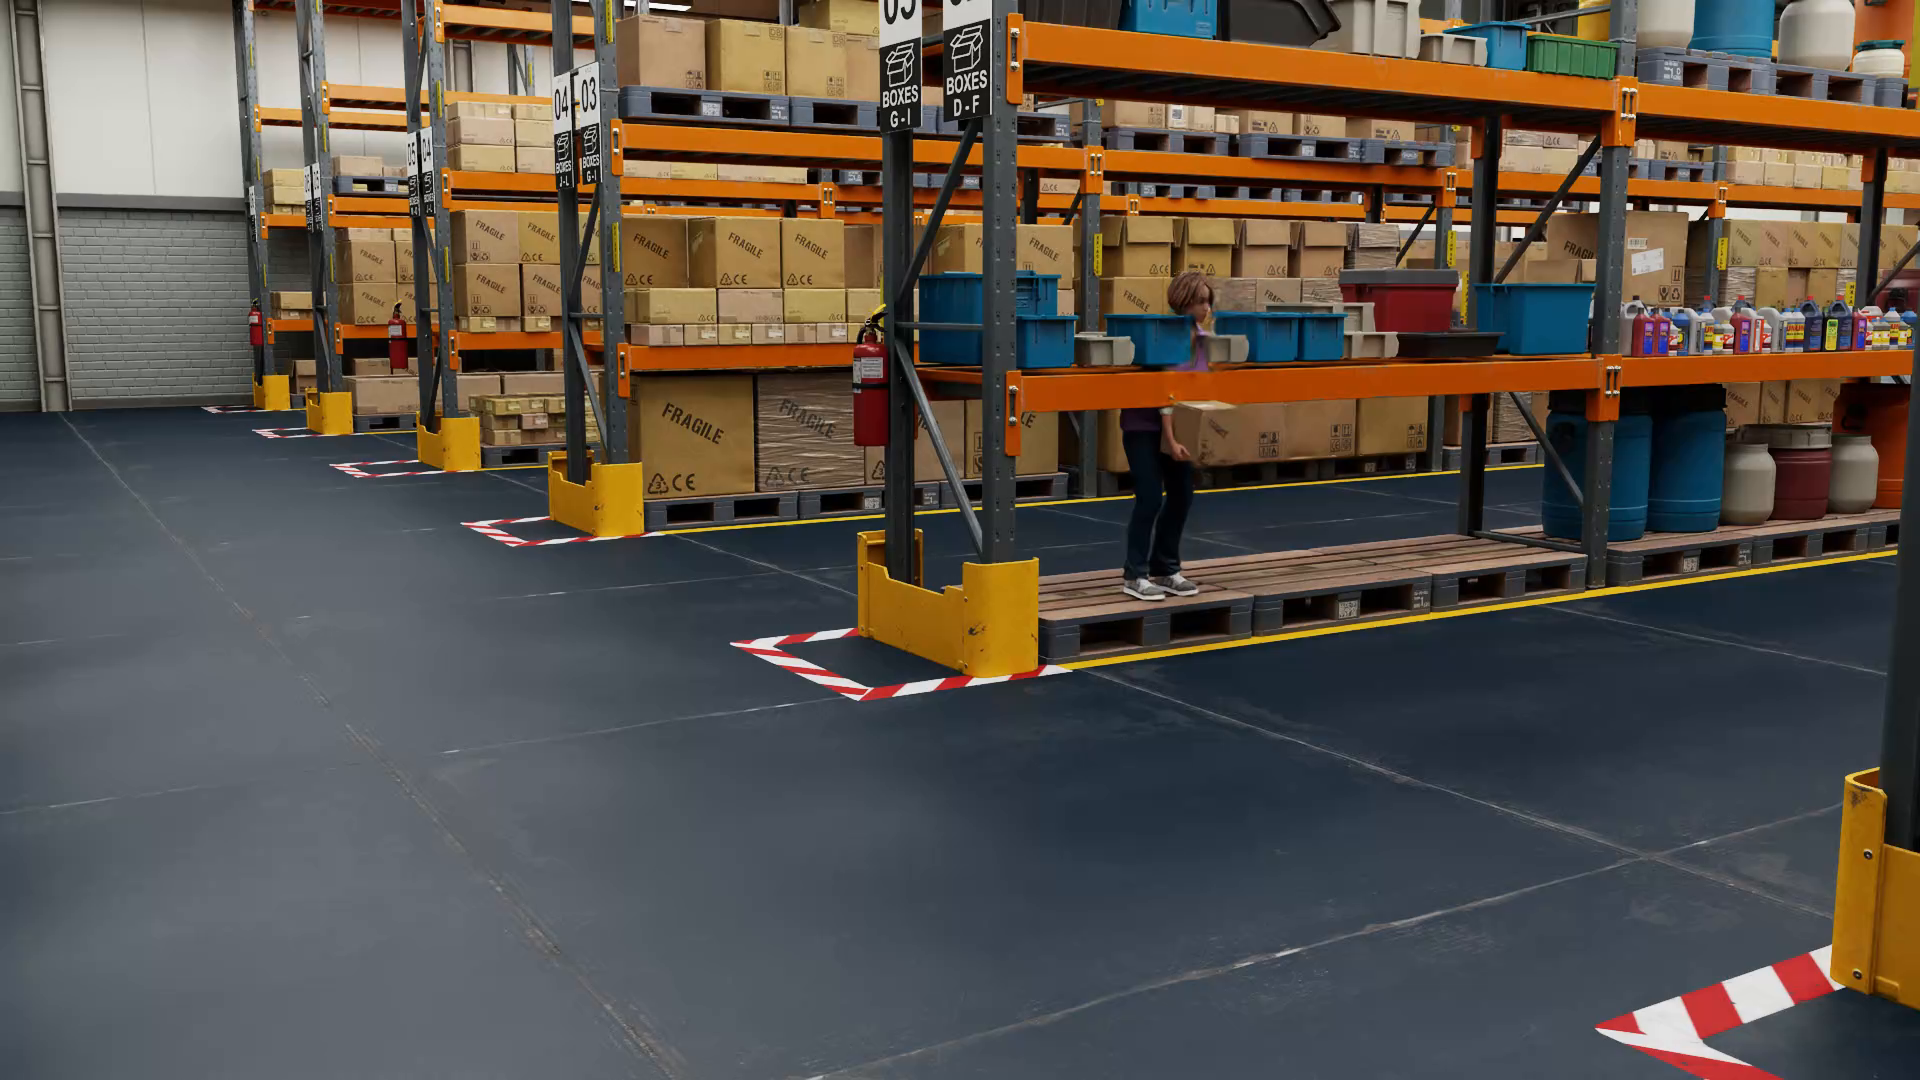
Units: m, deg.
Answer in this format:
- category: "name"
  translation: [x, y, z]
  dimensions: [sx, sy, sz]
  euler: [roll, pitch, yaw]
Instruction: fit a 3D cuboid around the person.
- category: "person"
  translation: [1.005, -0.488, 7.922]
  dimensions: [0.372, 1.554, 0.524]
  euler: [-6, 11, -37]
